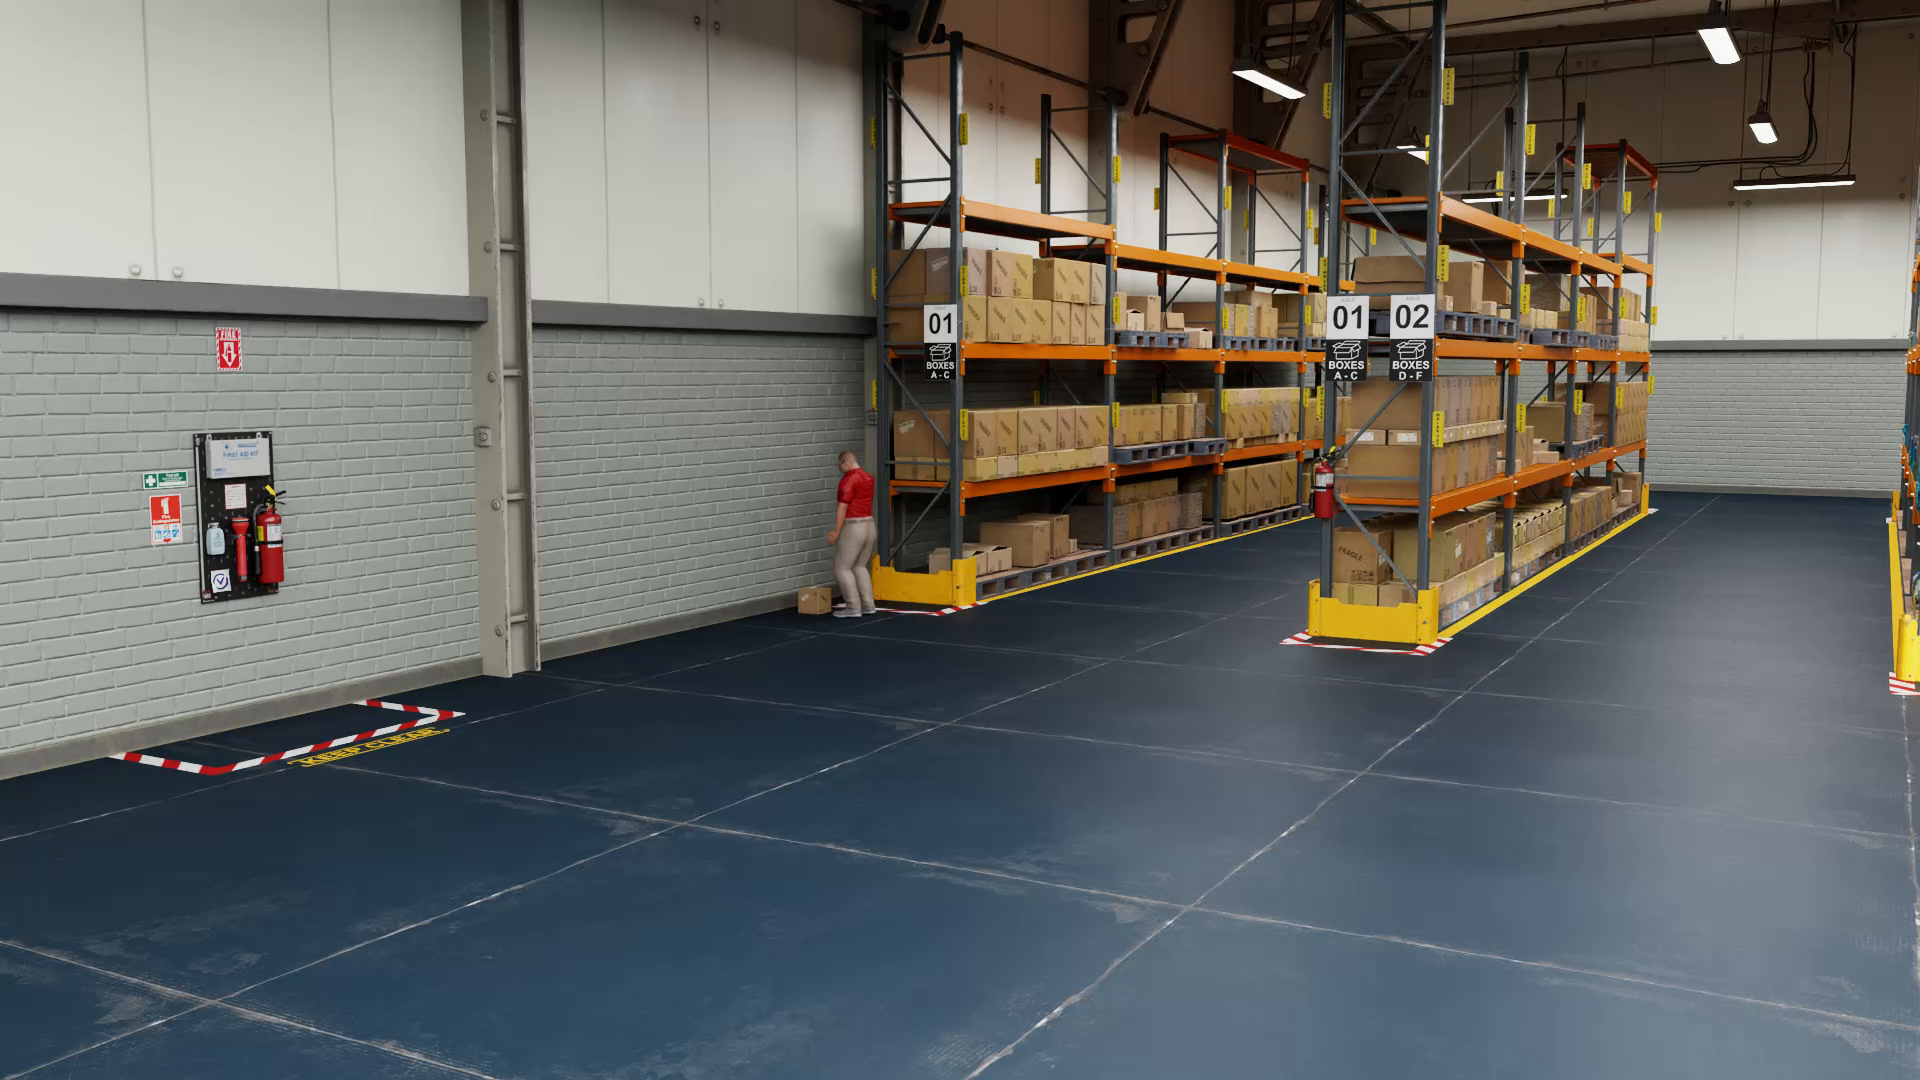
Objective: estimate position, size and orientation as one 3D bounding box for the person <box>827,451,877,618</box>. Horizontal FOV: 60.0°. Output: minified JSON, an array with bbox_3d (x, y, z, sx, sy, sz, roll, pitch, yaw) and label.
[{"bbox_3d":[-1.085,-0.059,16.981,0.383,1.700,0.547,3,7,30],"label":"person"}]
